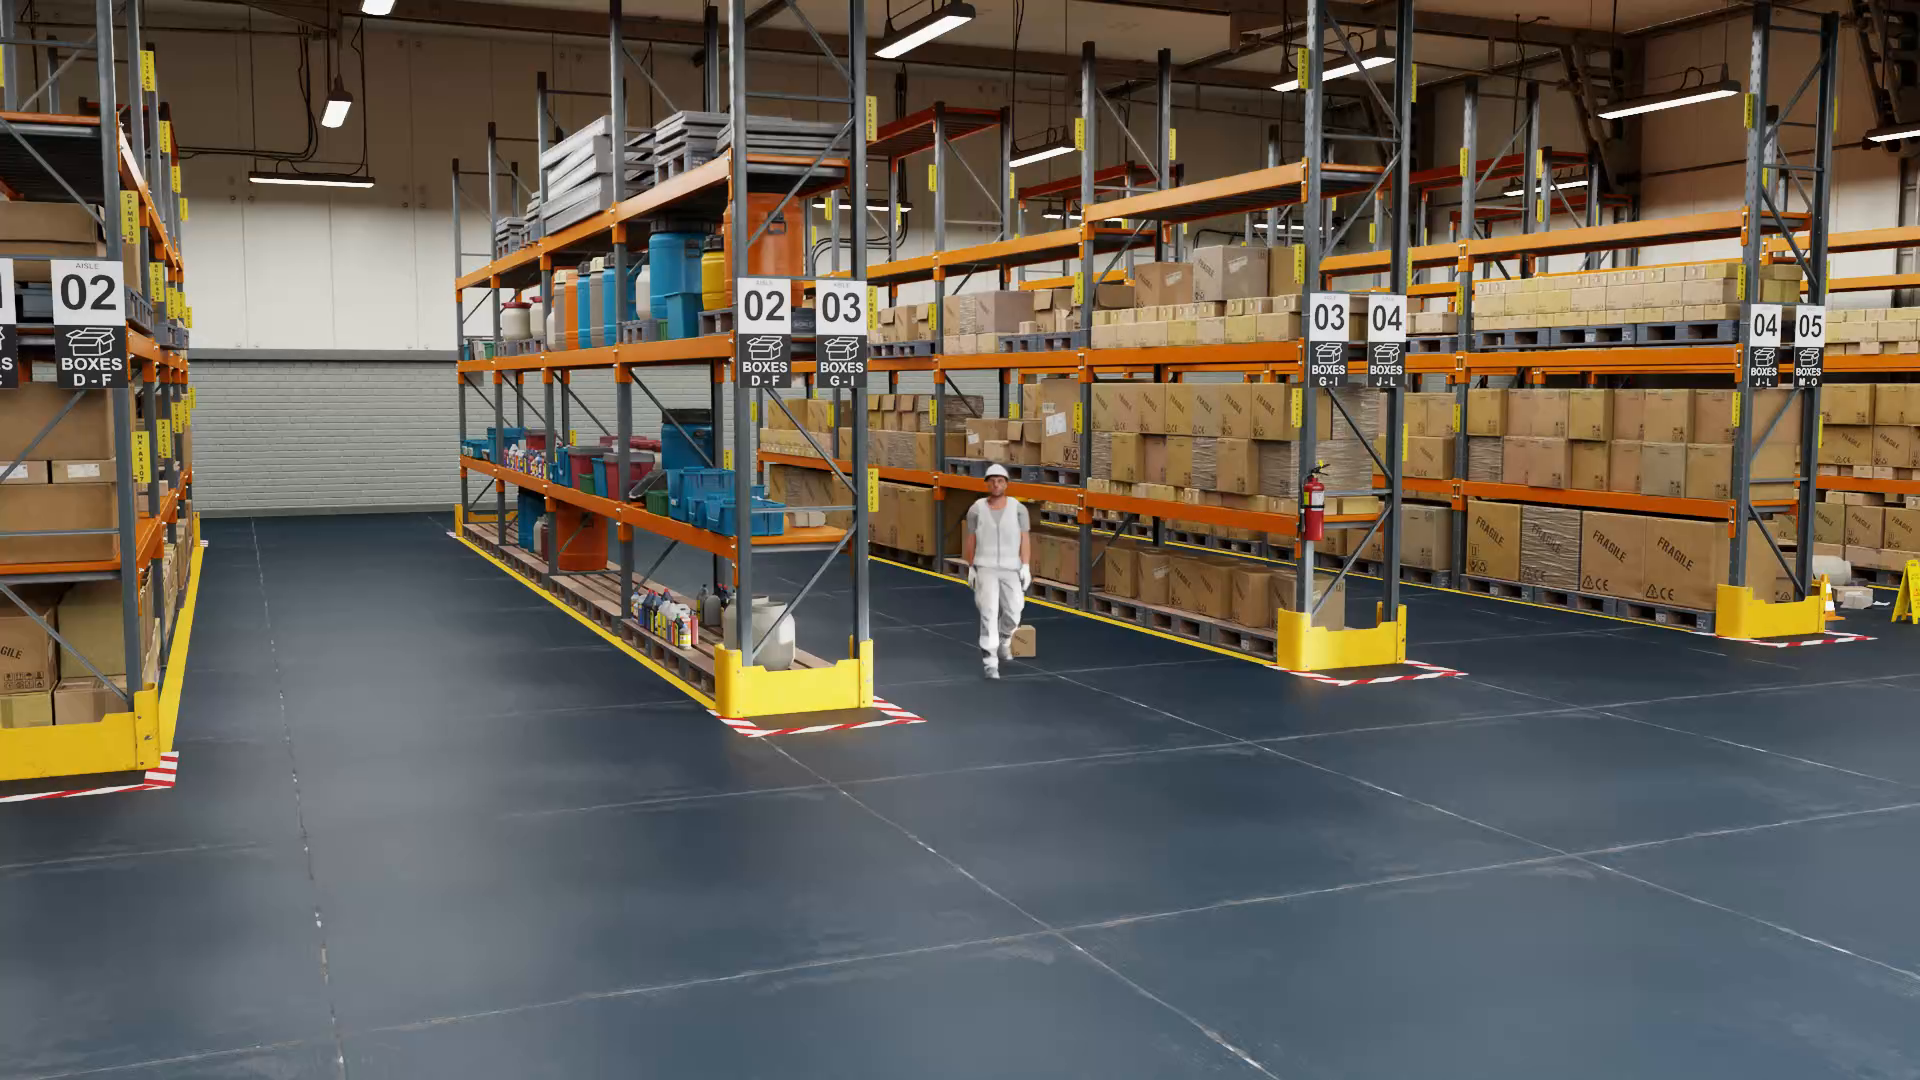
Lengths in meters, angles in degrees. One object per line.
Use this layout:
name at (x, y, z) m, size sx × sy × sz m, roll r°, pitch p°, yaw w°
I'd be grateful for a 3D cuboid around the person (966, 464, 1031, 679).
person at (0.321, 0.245, 13.877) m, size 0.532 × 1.756 × 0.944 m, roll 0°, pitch 5°, yaw -3°
